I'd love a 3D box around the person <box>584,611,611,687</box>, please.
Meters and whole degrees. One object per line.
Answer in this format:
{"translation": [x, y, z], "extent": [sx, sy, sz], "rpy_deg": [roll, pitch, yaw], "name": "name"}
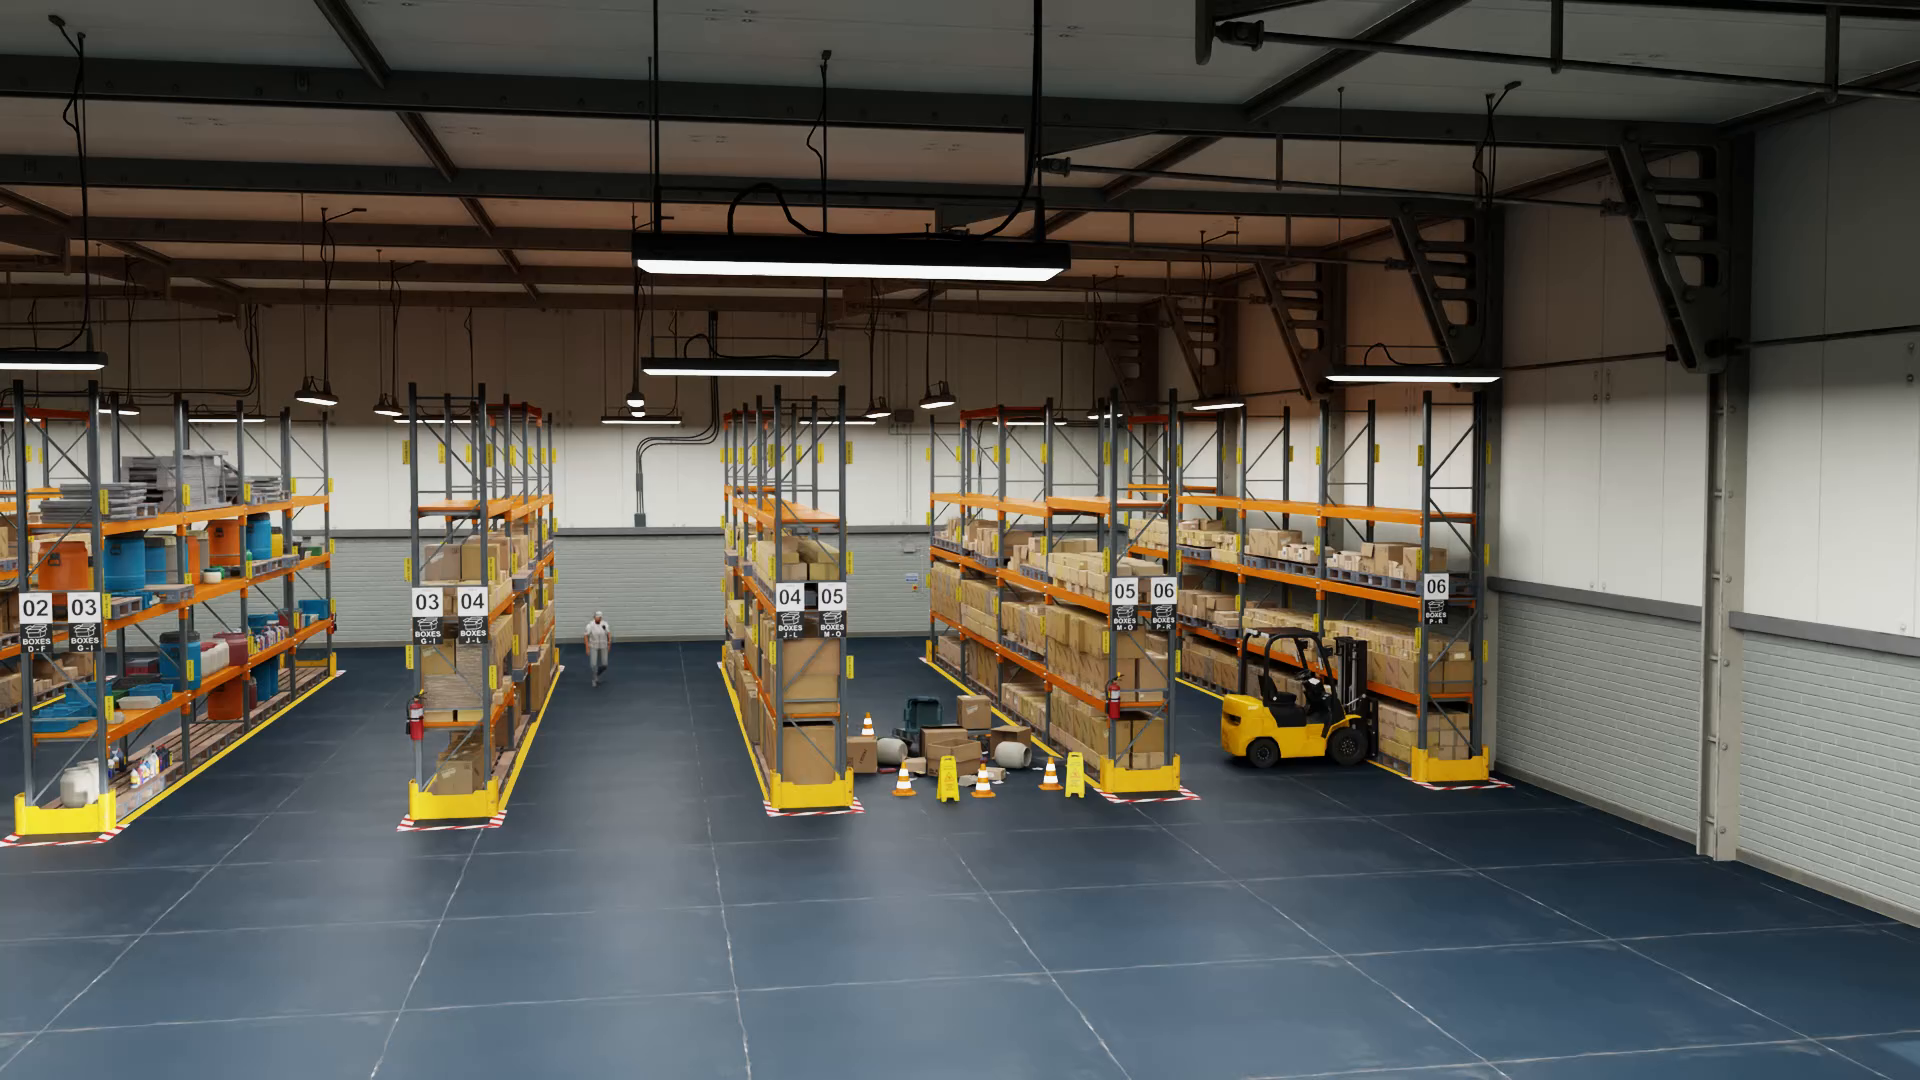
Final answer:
{"translation": [-7.918, 2.354, 36.318], "extent": [0.570, 1.645, 0.596], "rpy_deg": [-1, 3, -21], "name": "person"}
